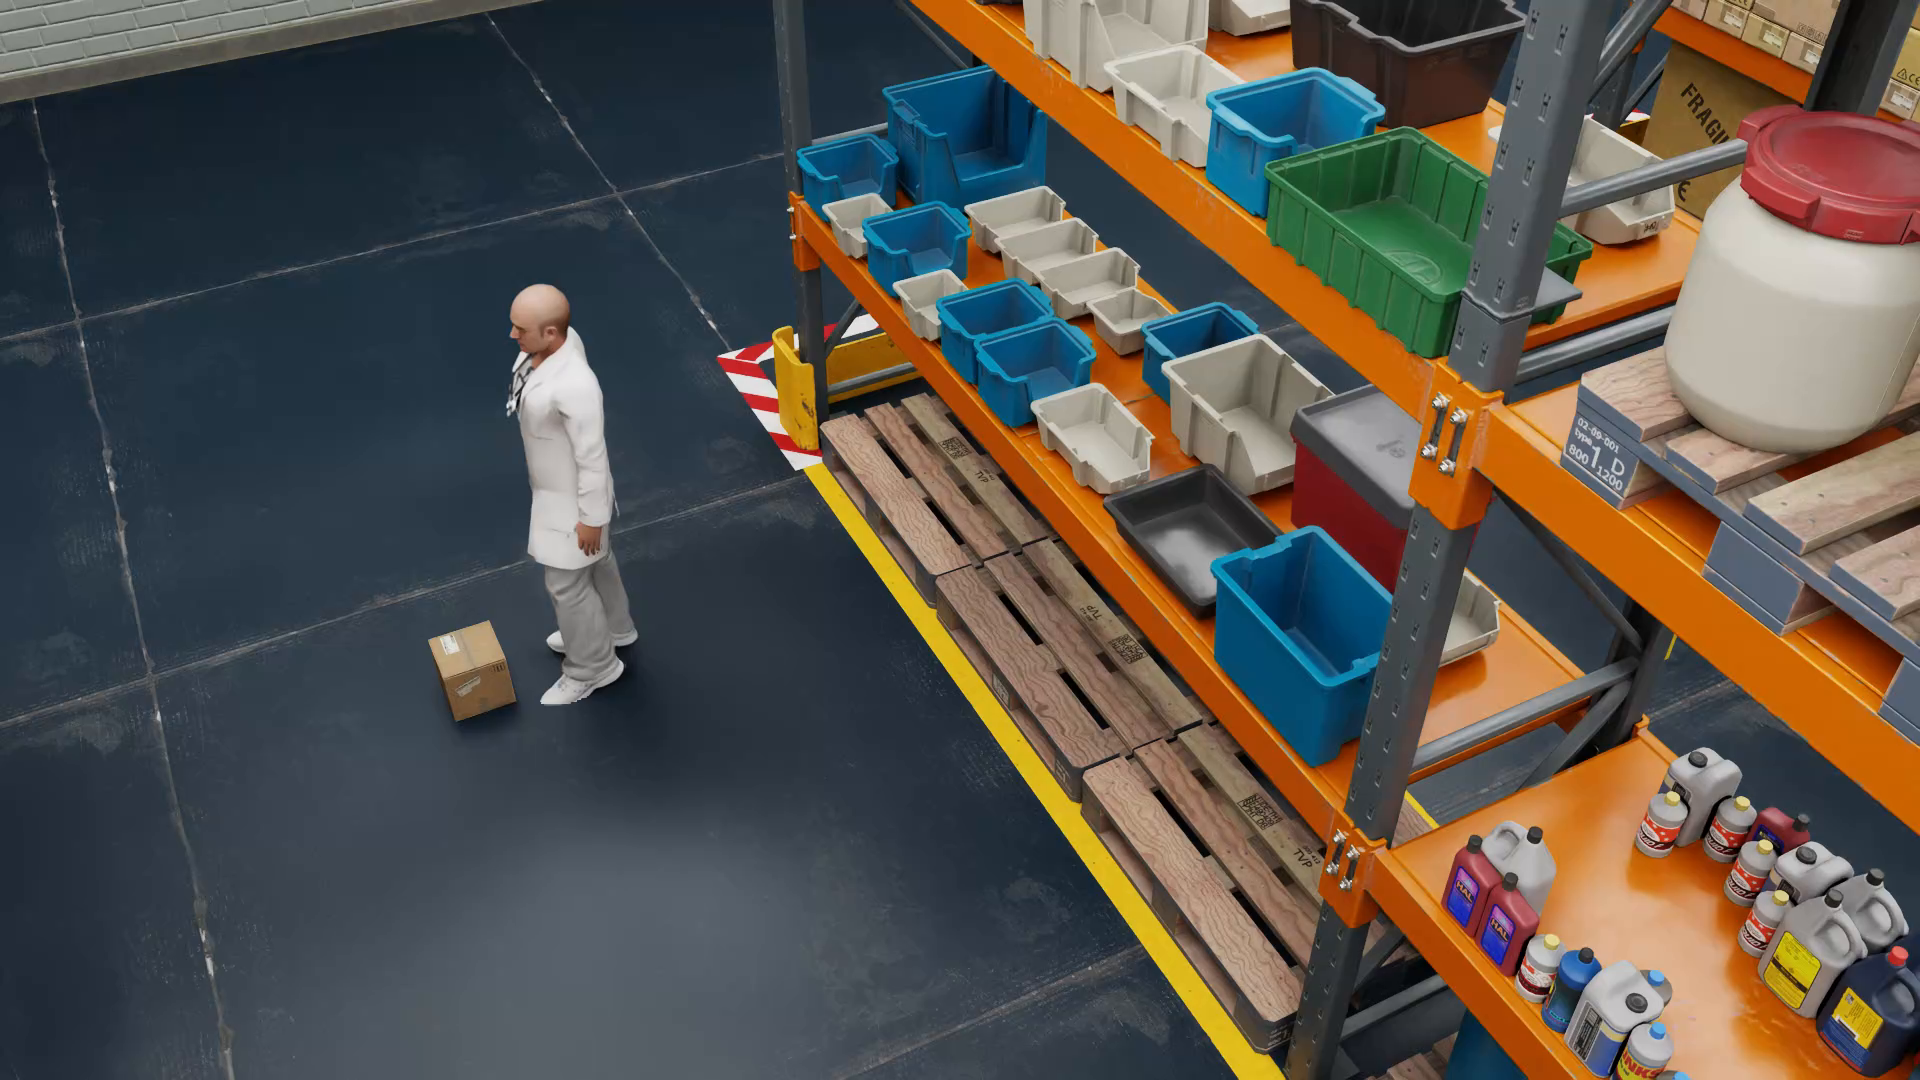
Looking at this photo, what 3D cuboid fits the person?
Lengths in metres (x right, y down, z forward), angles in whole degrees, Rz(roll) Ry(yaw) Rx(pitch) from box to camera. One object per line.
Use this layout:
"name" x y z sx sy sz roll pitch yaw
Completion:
"person" -1.568 -0.187 6.410 0.467 1.830 0.643 -13 42 -14
